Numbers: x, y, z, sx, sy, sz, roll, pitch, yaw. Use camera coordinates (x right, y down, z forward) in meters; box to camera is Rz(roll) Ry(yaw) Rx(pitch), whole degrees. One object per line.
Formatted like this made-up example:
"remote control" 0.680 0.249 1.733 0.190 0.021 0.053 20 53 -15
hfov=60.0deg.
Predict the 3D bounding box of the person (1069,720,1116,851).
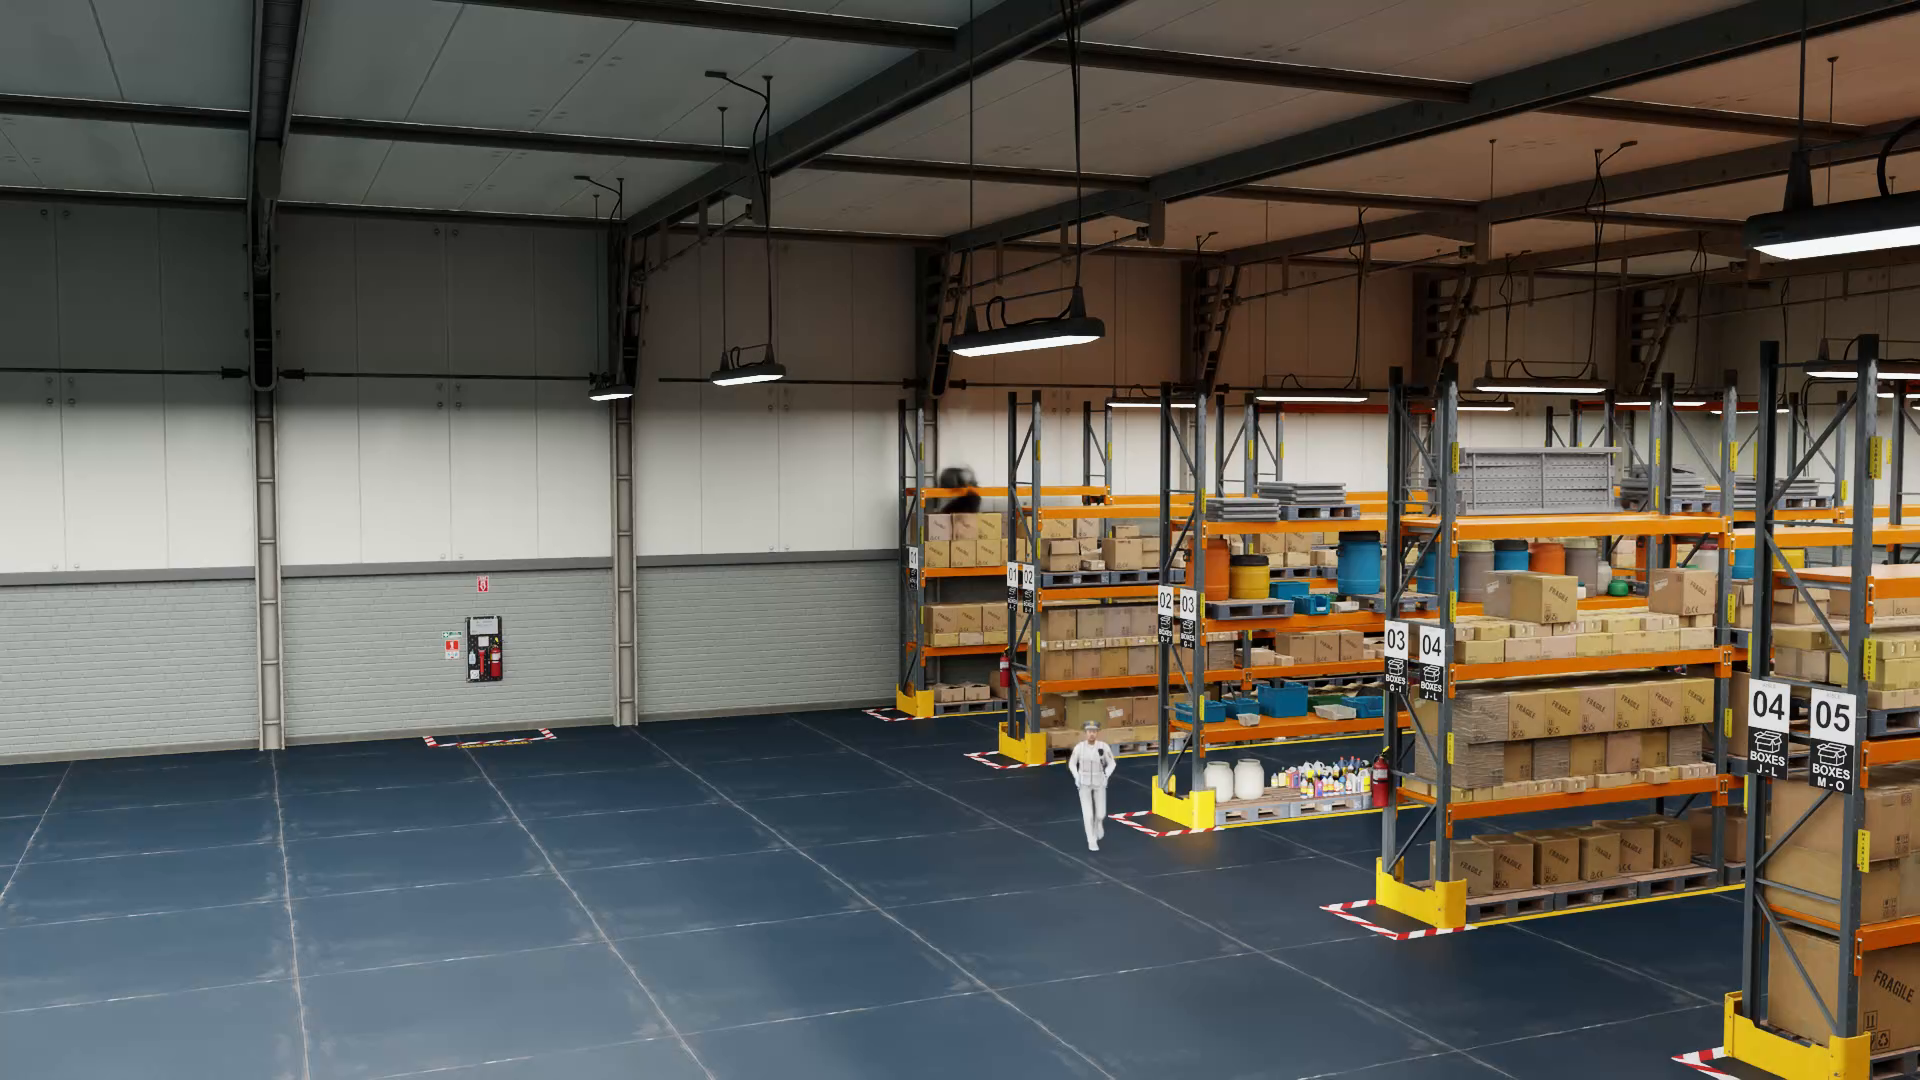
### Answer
"person" 1.678 3.098 21.129 0.599 1.652 0.524 0 3 4
